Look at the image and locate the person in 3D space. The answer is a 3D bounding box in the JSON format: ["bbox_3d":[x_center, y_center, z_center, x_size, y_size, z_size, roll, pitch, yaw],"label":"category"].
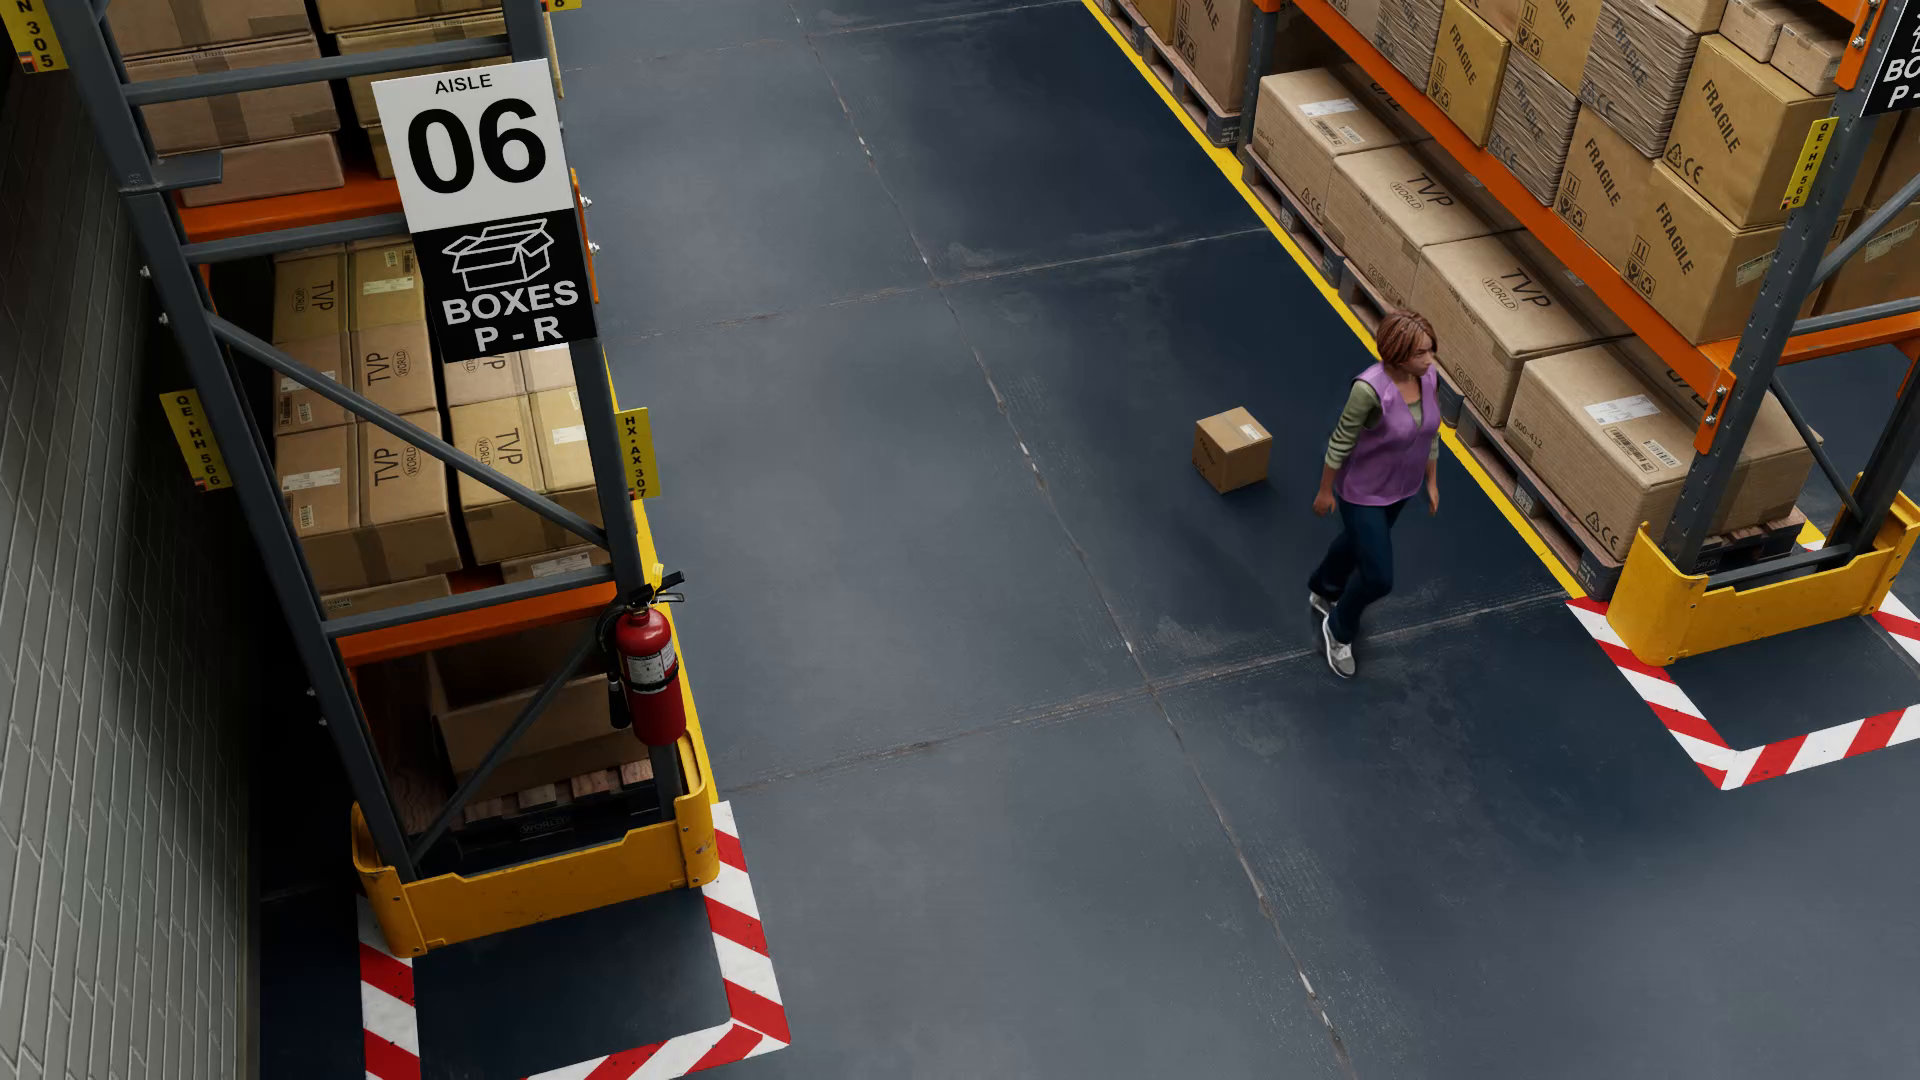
[{"bbox_3d":[1.596,-0.177,6.365,0.430,1.622,0.490,-26,49,-26],"label":"person"}]
